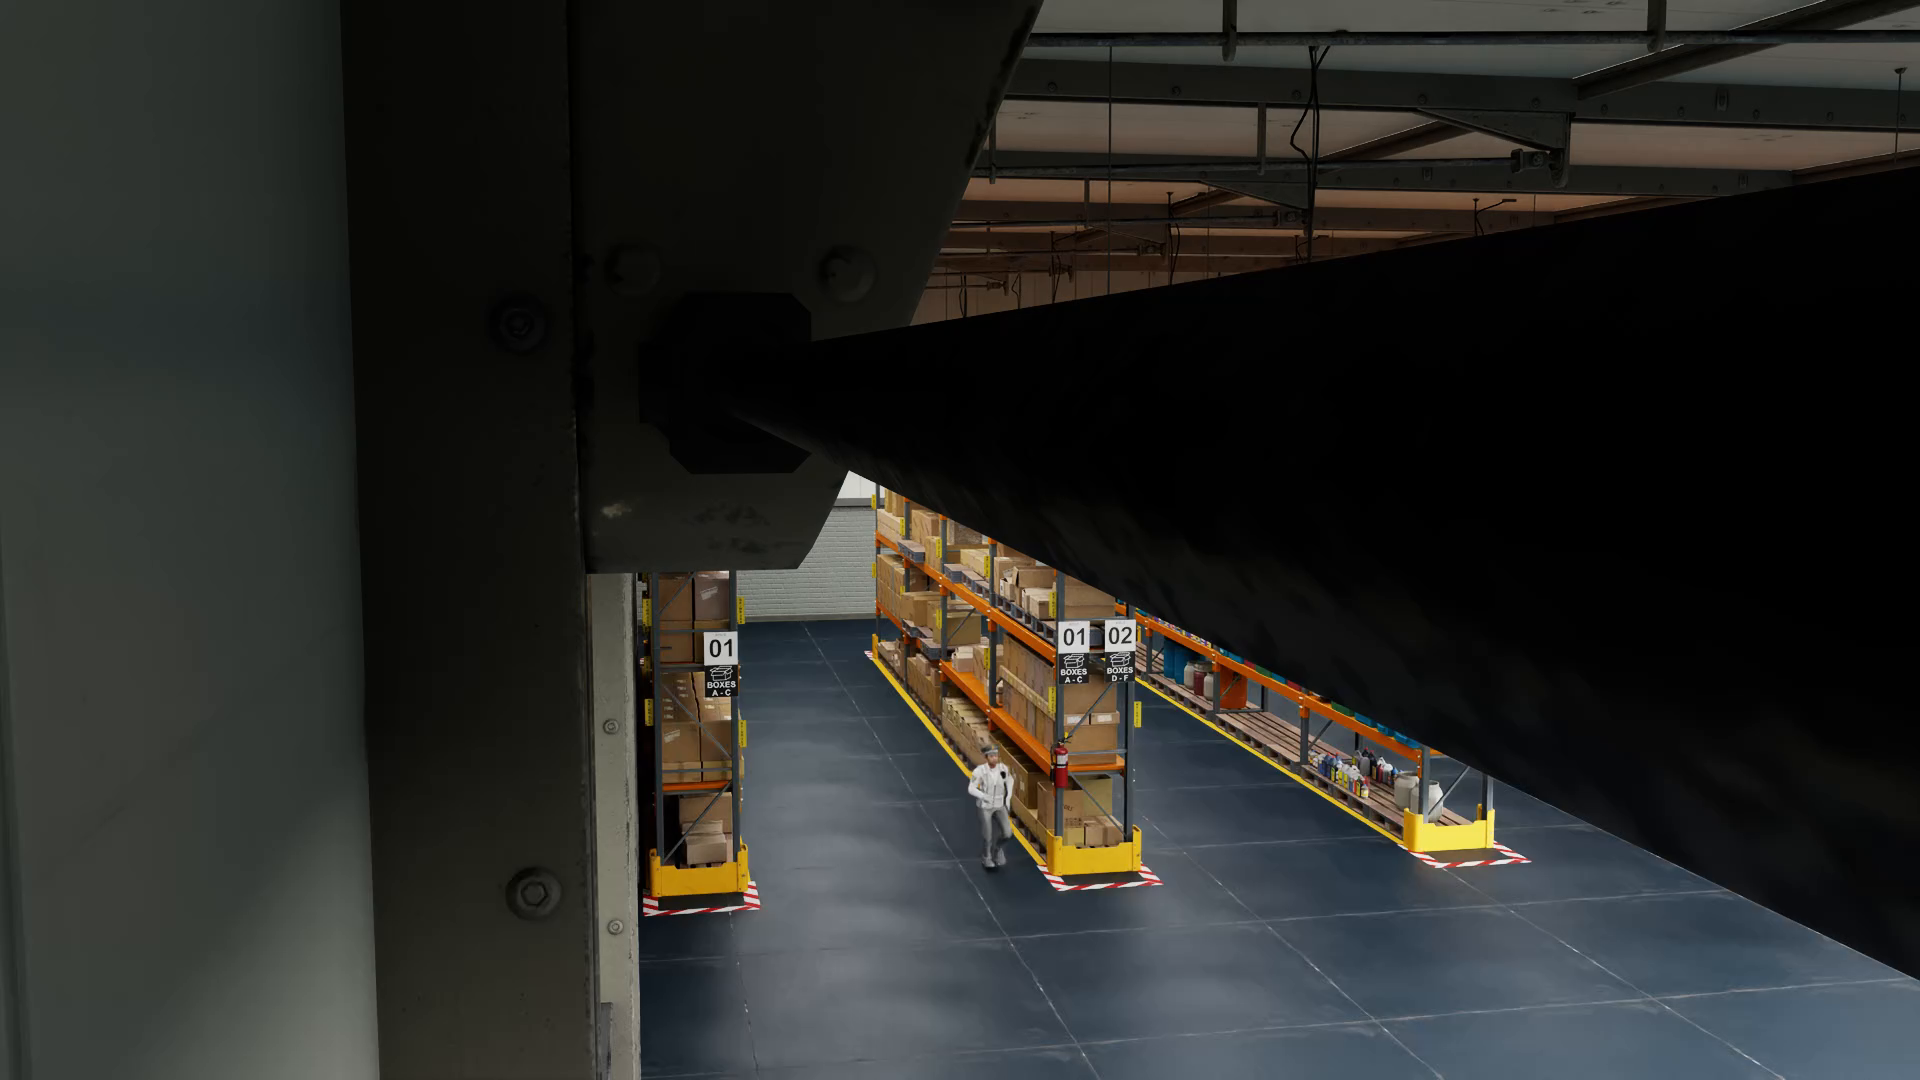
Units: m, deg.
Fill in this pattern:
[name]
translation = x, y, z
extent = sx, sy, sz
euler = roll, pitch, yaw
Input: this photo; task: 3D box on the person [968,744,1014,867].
[person]
translation = 0.418, 3.355, 20.915
extent = 0.642, 1.631, 0.632
euler = -2, 6, -15
